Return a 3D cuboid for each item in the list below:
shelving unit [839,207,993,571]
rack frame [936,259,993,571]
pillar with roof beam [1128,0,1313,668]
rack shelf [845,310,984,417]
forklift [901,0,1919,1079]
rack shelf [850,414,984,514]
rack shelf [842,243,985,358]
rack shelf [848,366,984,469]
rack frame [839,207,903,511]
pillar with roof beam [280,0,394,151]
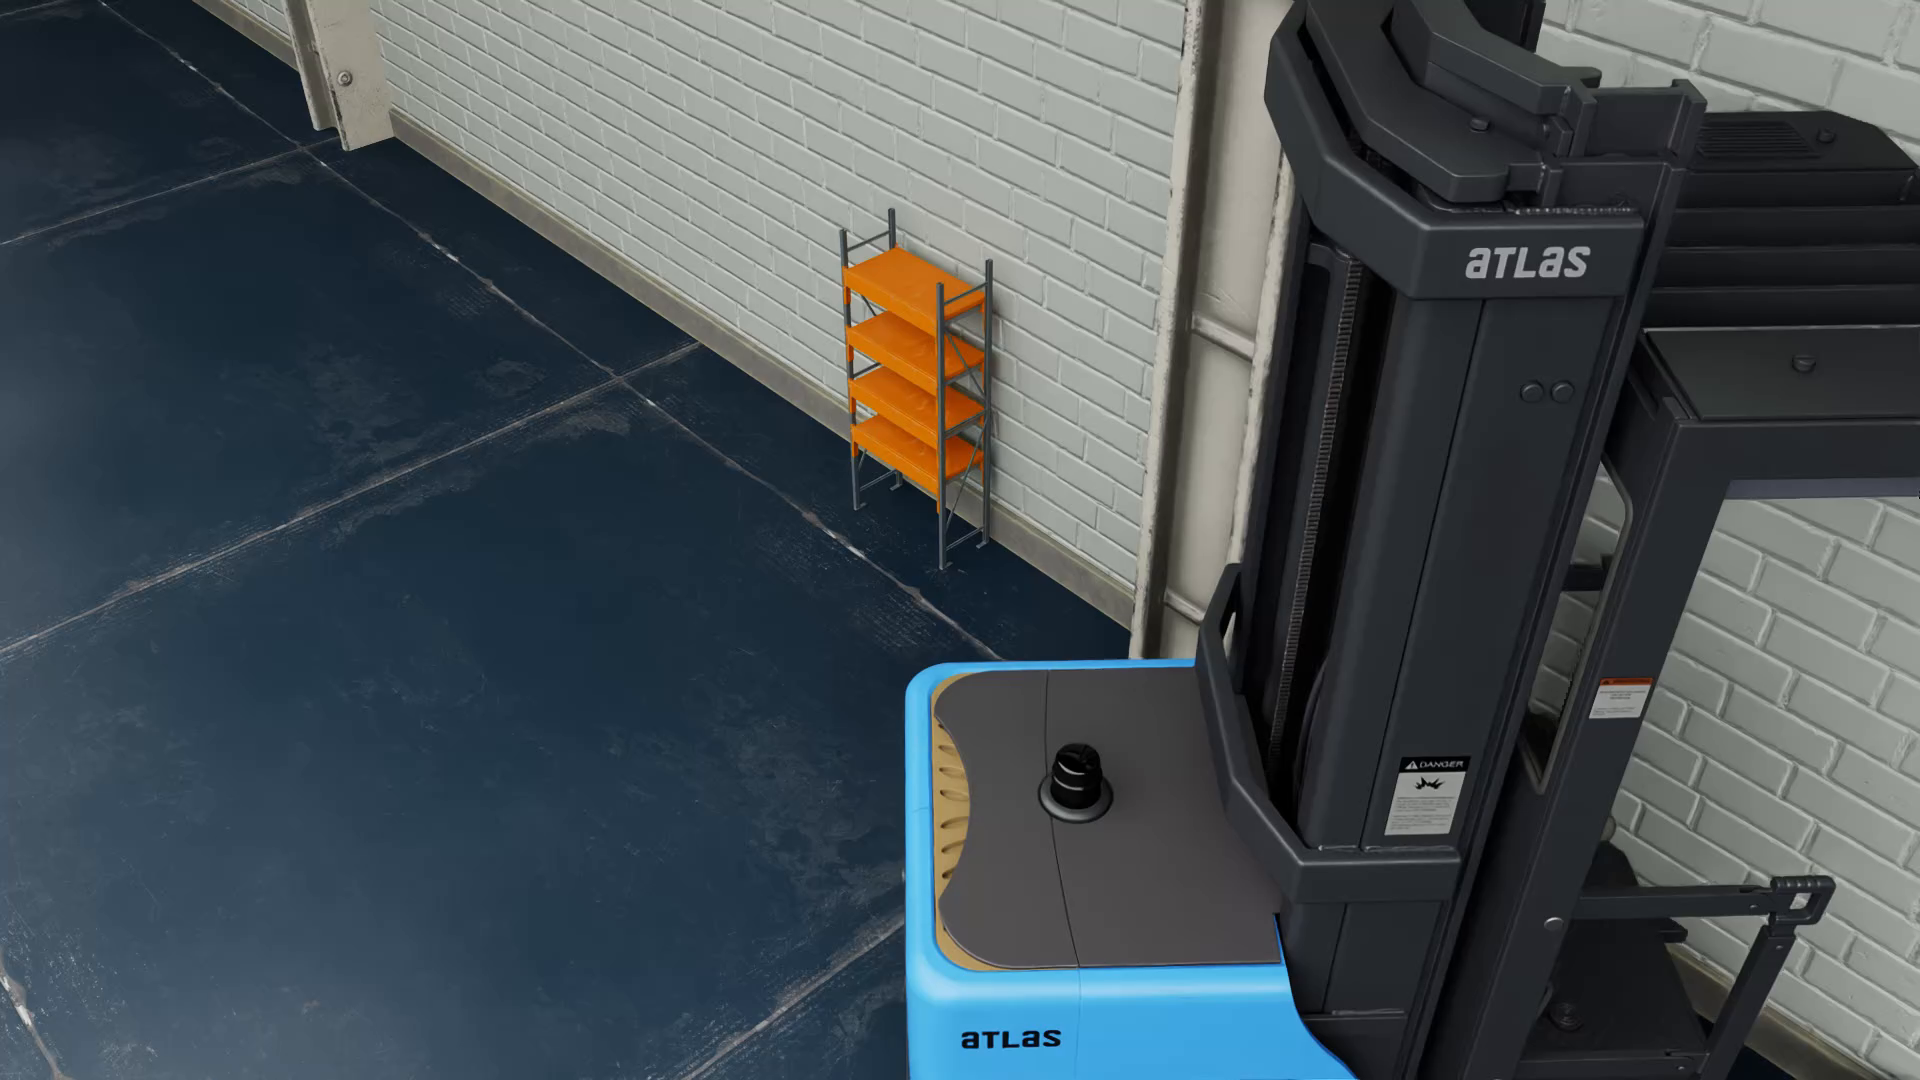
[{"bbox_3d":[-0.150,-0.521,5.939,0.258,1.200,0.503,-30,48,-32],"label":"shelving unit"},{"bbox_3d":[0.017,-0.409,5.801,0.240,1.200,0.015,-30,48,-32],"label":"rack frame"},{"bbox_3d":[-2.375,-1.107,0.459,9.100,9.000,0.400,-30,48,-32],"label":"pillar with roof beam"},{"bbox_3d":[-0.150,-0.642,5.841,0.258,0.148,0.480,-30,48,-32],"label":"rack shelf"},{"bbox_3d":[1.378,0.279,3.571,3.031,2.935,1.130,-1,39,-1],"label":"forklift"},{"bbox_3d":[-0.150,-0.314,6.106,0.258,0.148,0.480,-30,48,-32],"label":"rack shelf"},{"bbox_3d":[-0.150,-0.826,5.692,0.258,0.148,0.480,-30,48,-32],"label":"rack shelf"},{"bbox_3d":[-0.150,-0.468,5.982,0.258,0.148,0.480,-30,48,-32],"label":"rack shelf"},{"bbox_3d":[-0.317,-0.633,6.078,0.240,1.200,0.015,-30,48,-32],"label":"rack frame"},{"bbox_3d":[-6.433,-3.884,3.897,9.100,9.000,0.400,-30,48,-32],"label":"pillar with roof beam"}]
